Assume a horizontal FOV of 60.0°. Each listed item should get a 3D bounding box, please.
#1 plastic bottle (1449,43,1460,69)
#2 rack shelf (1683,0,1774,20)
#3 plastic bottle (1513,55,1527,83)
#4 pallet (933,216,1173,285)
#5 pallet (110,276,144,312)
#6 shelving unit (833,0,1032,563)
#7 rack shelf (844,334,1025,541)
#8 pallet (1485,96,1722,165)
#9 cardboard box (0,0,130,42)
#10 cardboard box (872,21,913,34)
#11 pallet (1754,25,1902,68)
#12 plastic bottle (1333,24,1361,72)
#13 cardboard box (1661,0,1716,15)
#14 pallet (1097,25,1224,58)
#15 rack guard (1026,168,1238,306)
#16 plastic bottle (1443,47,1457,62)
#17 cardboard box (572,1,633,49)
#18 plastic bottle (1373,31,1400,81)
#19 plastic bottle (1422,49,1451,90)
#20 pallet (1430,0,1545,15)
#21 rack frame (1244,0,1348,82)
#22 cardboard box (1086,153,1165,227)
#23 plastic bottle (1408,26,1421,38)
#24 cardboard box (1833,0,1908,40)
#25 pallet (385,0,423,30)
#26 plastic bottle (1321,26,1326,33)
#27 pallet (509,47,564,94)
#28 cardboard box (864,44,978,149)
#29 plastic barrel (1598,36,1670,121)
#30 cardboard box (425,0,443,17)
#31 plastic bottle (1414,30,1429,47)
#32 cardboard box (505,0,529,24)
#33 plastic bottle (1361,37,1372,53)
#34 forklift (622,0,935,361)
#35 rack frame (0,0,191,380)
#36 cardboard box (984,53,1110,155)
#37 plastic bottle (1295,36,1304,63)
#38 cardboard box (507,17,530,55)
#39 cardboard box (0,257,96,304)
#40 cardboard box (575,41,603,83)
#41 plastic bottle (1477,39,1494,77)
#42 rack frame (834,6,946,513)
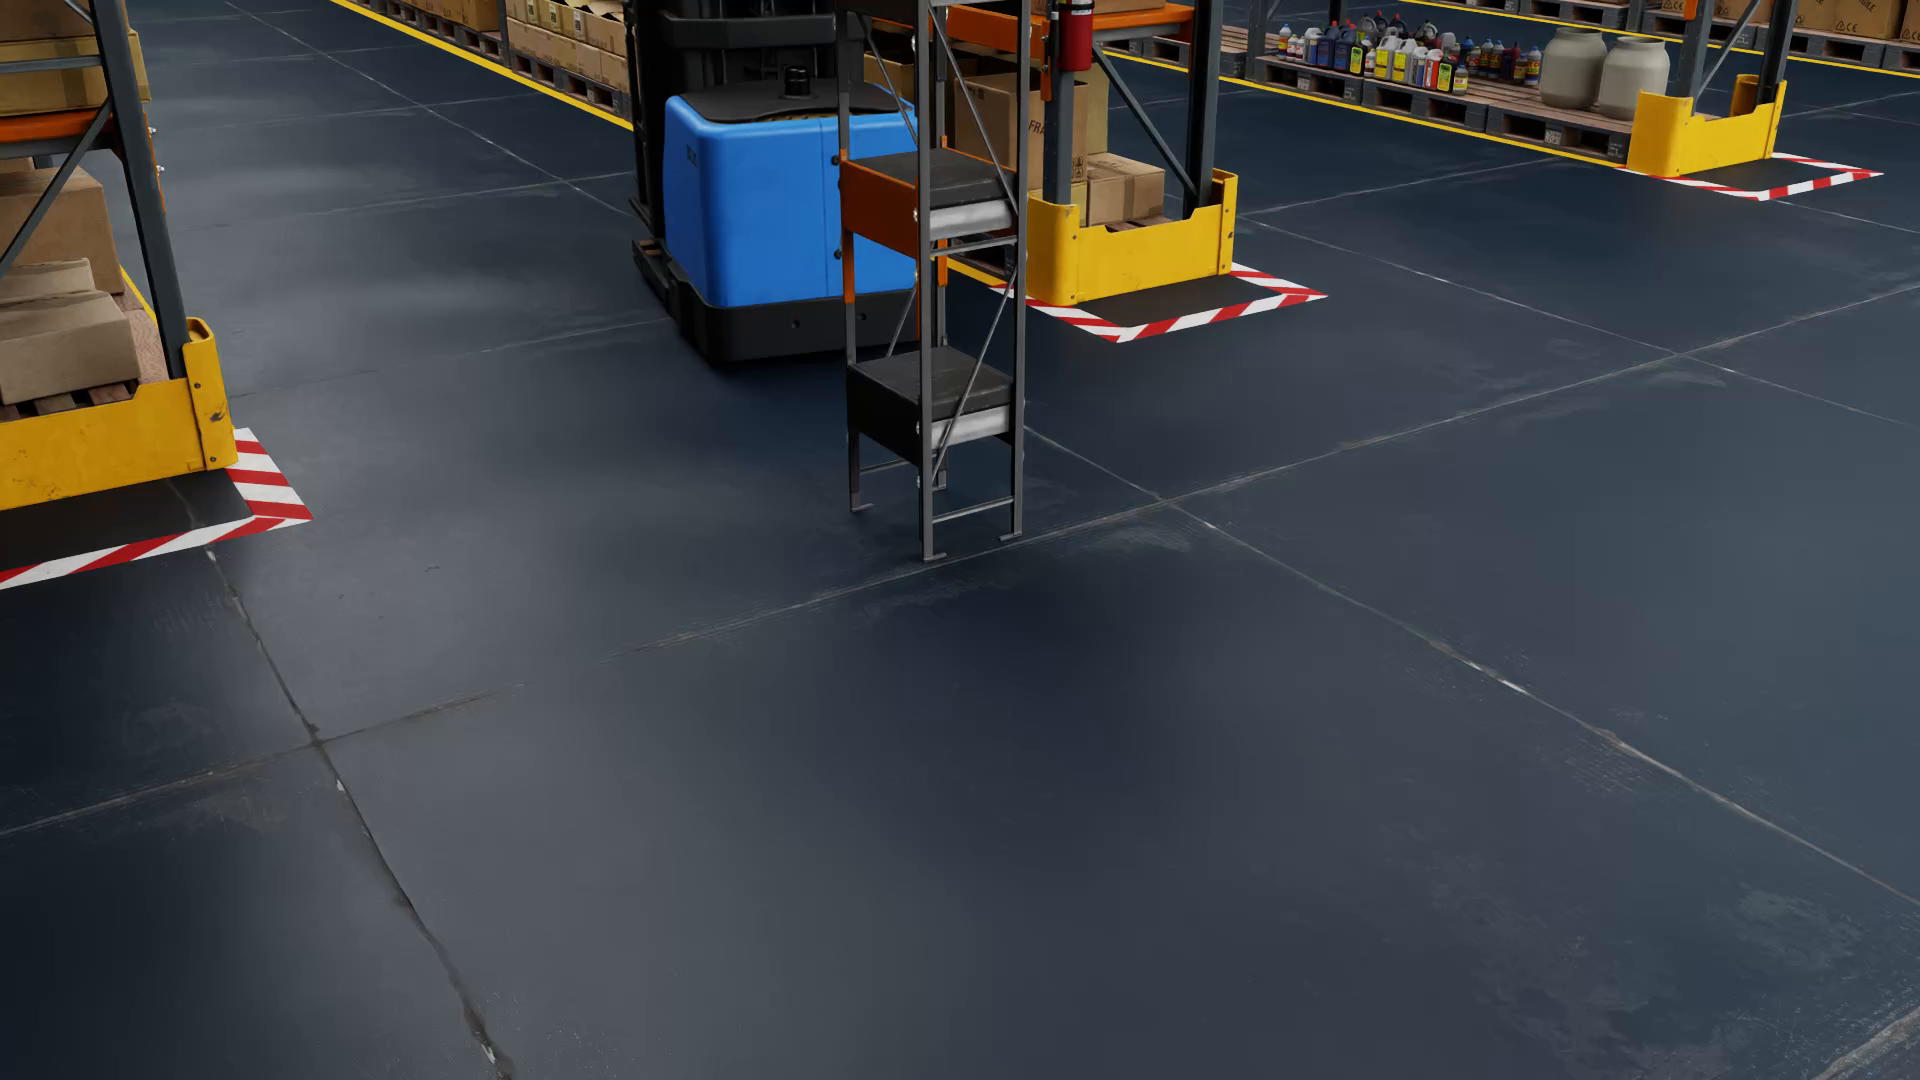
[{"bbox_3d":[3.871,-3.777,13.000,0.097,0.201,0.097,0,25,0],"label":"plastic bottle"},{"bbox_3d":[3.916,-4.245,12.071,1.077,0.370,4.000,-16,29,-30],"label":"rack shelf"},{"bbox_3d":[4.223,-3.547,12.512,0.097,0.201,0.097,0,25,0],"label":"plastic bottle"},{"bbox_3d":[0.403,-1.705,9.114,1.003,0.211,1.213,-16,29,-30],"label":"pallet"},{"bbox_3d":[-4.410,-1.047,7.721,1.003,0.211,1.213,-16,29,-30],"label":"pallet"},{"bbox_3d":[-0.090,-1.009,5.427,0.431,2.100,0.503,-16,29,-30],"label":"shelving unit"},{"bbox_3d":[-0.090,-0.363,5.732,0.431,0.518,0.480,-16,29,-30],"label":"rack shelf"},{"bbox_3d":[4.488,-2.902,11.650,1.003,0.211,1.213,-16,29,-30],"label":"pallet"},{"bbox_3d":[-3.301,-2.067,5.890,0.500,0.500,0.500,-15,29,-30],"label":"cardboard box"},{"bbox_3d":[-0.352,-2.944,10.323,0.500,0.500,0.500,-16,29,-30],"label":"cardboard box"},{"bbox_3d":[8.041,-4.510,15.057,1.003,0.211,1.213,-16,29,-30],"label":"pallet"},{"bbox_3d":[3.020,-3.834,12.945,0.144,0.351,0.185,-17,30,-32],"label":"plastic bottle"},{"bbox_3d":[7.159,-5.347,15.999,0.500,0.500,0.500,-17,30,-31],"label":"cardboard box"},{"bbox_3d":[1.693,-4.733,15.530,1.003,0.211,1.213,-16,29,-30],"label":"pallet"},{"bbox_3d":[0.869,-1.563,8.476,1.175,0.500,0.348,-16,29,-30],"label":"rack guard"},{"bbox_3d":[3.612,-3.502,12.321,0.061,0.283,0.133,-16,29,-30],"label":"plastic bottle"},{"bbox_3d":[-2.620,-3.955,12.687,0.500,0.311,0.500,-16,30,-30],"label":"cardboard box"},{"bbox_3d":[3.252,-3.682,12.623,0.144,0.351,0.185,-16,30,-30],"label":"plastic bottle"},{"bbox_3d":[3.523,-3.474,12.270,0.152,0.276,0.135,-15,29,-29],"label":"plastic bottle"},{"bbox_3d":[5.878,-5.894,17.988,1.003,0.211,1.213,-16,29,-30],"label":"pallet"},{"bbox_3d":[2.824,-5.286,13.433,1.000,3.000,0.127,-16,29,-30],"label":"rack frame"},{"bbox_3d":[0.749,-1.892,8.974,0.500,0.250,0.500,-16,29,-30],"label":"cardboard box"},{"bbox_3d":[3.646,-3.976,13.325,0.061,0.283,0.133,-13,28,-26],"label":"plastic bottle"},{"bbox_3d":[8.150,-4.730,14.693,0.500,0.500,0.500,-13,28,-25],"label":"cardboard box"},{"bbox_3d":[-5.219,-5.451,17.050,1.003,0.211,1.213,-16,29,-30],"label":"pallet"},{"bbox_3d":[2.919,-3.956,13.283,0.061,0.283,0.133,-16,29,-30],"label":"plastic bottle"},{"bbox_3d":[-3.095,-3.999,13.974,1.003,0.211,1.213,-16,29,-30],"label":"pallet"},{"bbox_3d":[-0.245,-2.464,9.307,0.500,0.500,0.500,-16,29,-30],"label":"cardboard box"},{"bbox_3d":[4.585,-3.138,11.305,0.421,0.512,0.421,0,25,0],"label":"plastic barrel"},{"bbox_3d":[-4.793,-5.283,15.841,0.500,0.500,0.500,-17,30,-31],"label":"cardboard box"},{"bbox_3d":[3.627,-3.876,13.113,0.061,0.283,0.133,-16,29,-30],"label":"plastic bottle"},{"bbox_3d":[-3.472,-4.508,13.857,0.500,0.311,0.500,-14,29,-28],"label":"cardboard box"},{"bbox_3d":[3.132,-3.754,12.869,0.097,0.271,0.097,0,25,0],"label":"plastic bottle"},{"bbox_3d":[-1.081,-2.708,8.052,1.130,2.935,3.031,-9,27,-18],"label":"forklift"},{"bbox_3d":[-3.293,-1.546,5.512,1.000,3.000,0.127,-16,29,-30],"label":"rack frame"},{"bbox_3d":[0.475,-2.410,9.191,0.500,0.500,0.500,-16,29,-30],"label":"cardboard box"},{"bbox_3d":[2.742,-3.930,13.325,0.097,0.201,0.097,0,25,0],"label":"plastic bottle"},{"bbox_3d":[-3.472,-4.254,13.977,0.500,0.250,0.500,-16,29,-30],"label":"cardboard box"},{"bbox_3d":[-3.906,-1.002,6.993,0.500,0.311,0.500,-13,28,-25],"label":"cardboard box"},{"bbox_3d":[-2.628,-3.707,12.817,0.500,0.250,0.500,-15,29,-29],"label":"cardboard box"},{"bbox_3d":[4.038,-3.700,12.754,0.097,0.271,0.097,0,25,0],"label":"plastic bottle"},{"bbox_3d":[-0.224,-1.096,5.612,0.400,2.100,0.015,-16,29,-30],"label":"rack frame"}]
